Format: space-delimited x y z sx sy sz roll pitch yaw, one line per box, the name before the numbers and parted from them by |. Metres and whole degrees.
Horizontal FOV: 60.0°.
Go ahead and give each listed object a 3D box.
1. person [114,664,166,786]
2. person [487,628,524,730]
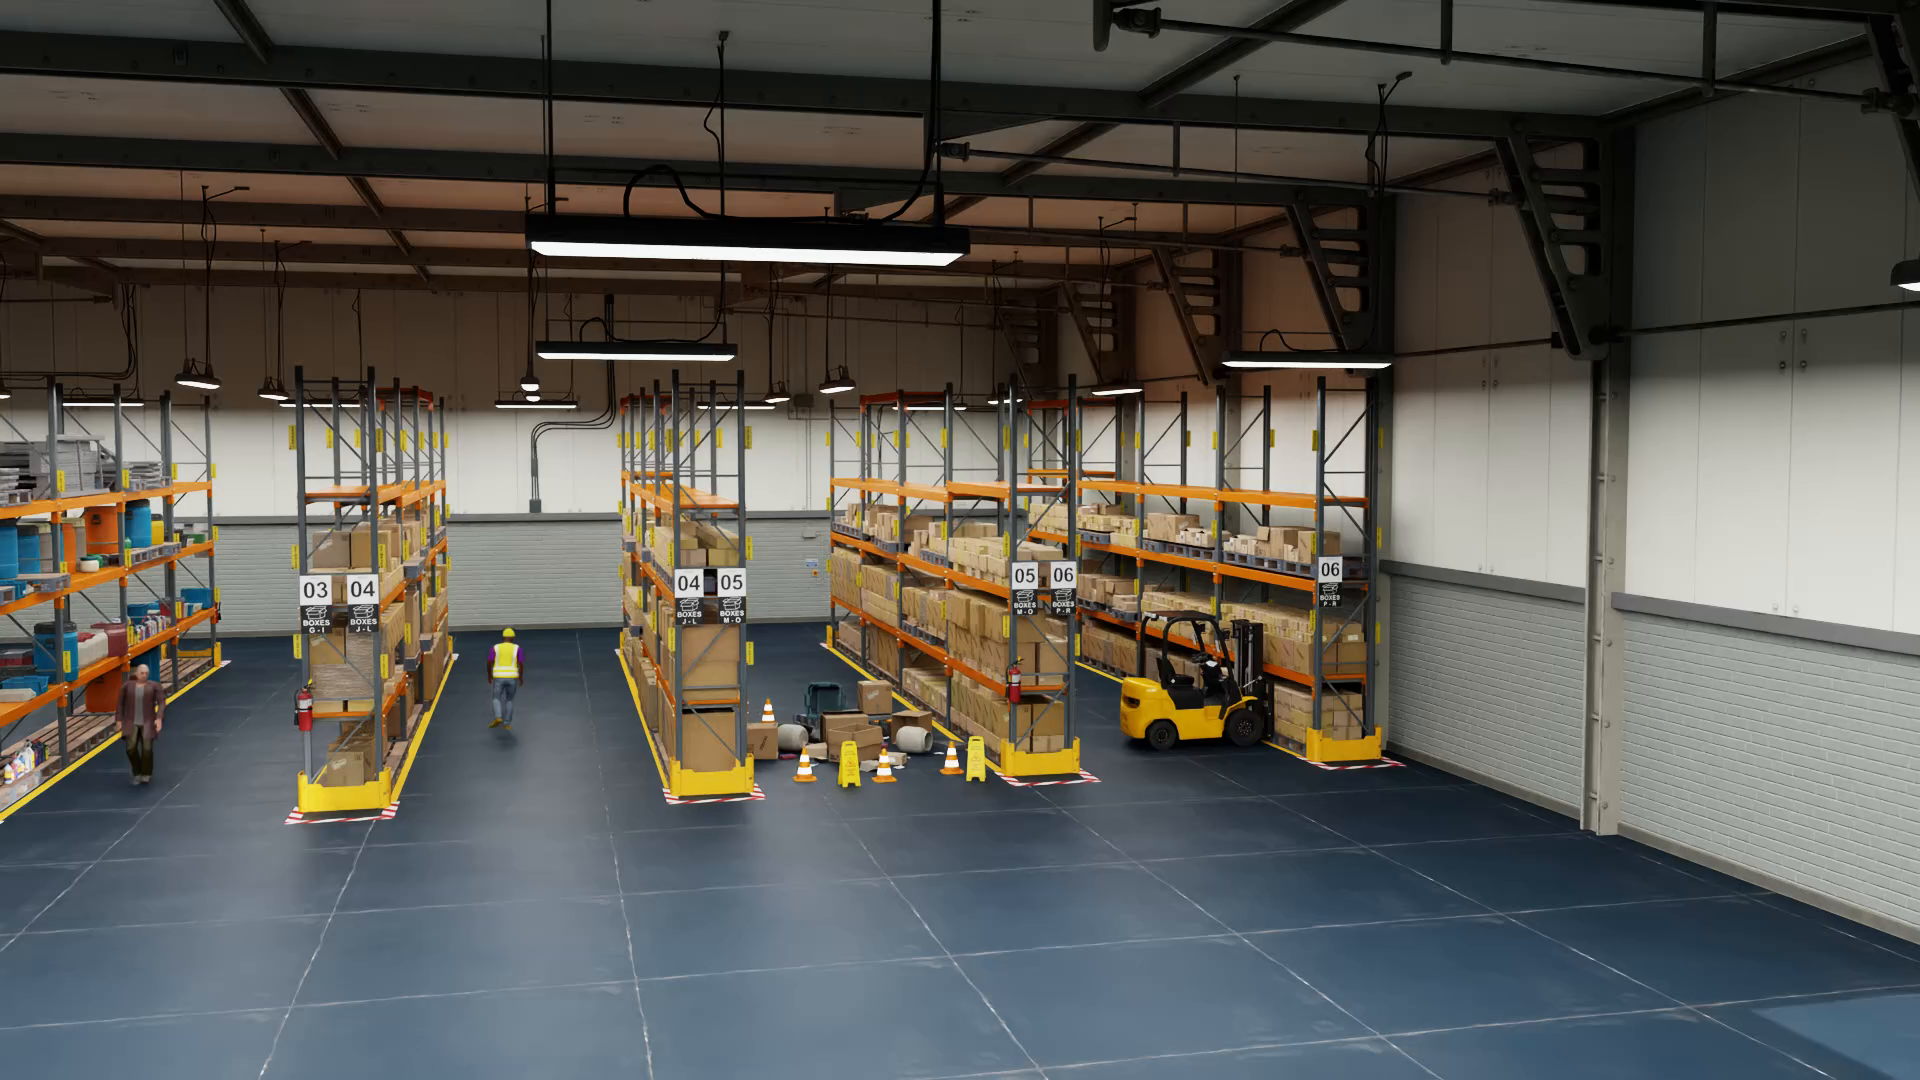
person | -11.969 2.719 24.273 0.697 1.819 0.527 -1 4 -21
person | -7.885 2.414 28.829 0.629 1.744 0.668 -1 3 -9
